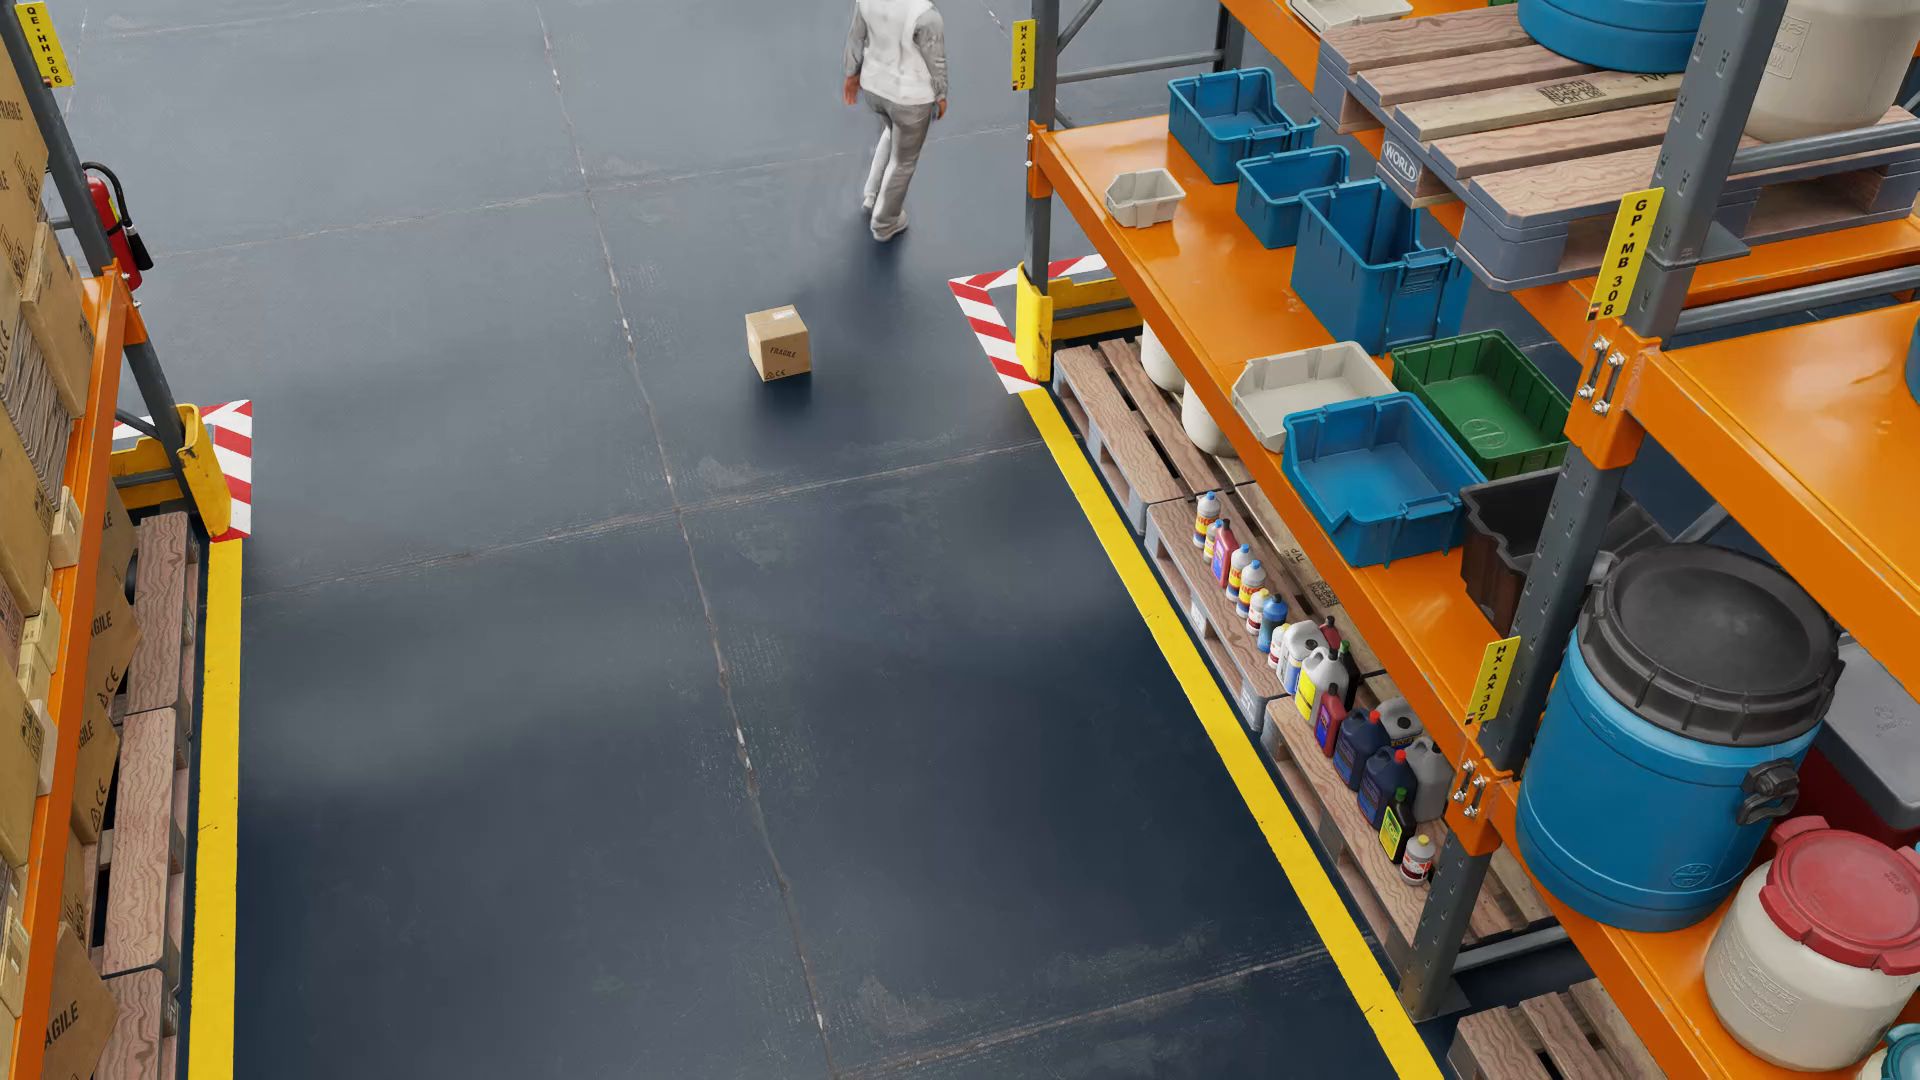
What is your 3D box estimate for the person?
[{"bbox_3d":[-0.306,-2.385,8.800,0.644,1.797,0.468,27,49,27],"label":"person"}]
